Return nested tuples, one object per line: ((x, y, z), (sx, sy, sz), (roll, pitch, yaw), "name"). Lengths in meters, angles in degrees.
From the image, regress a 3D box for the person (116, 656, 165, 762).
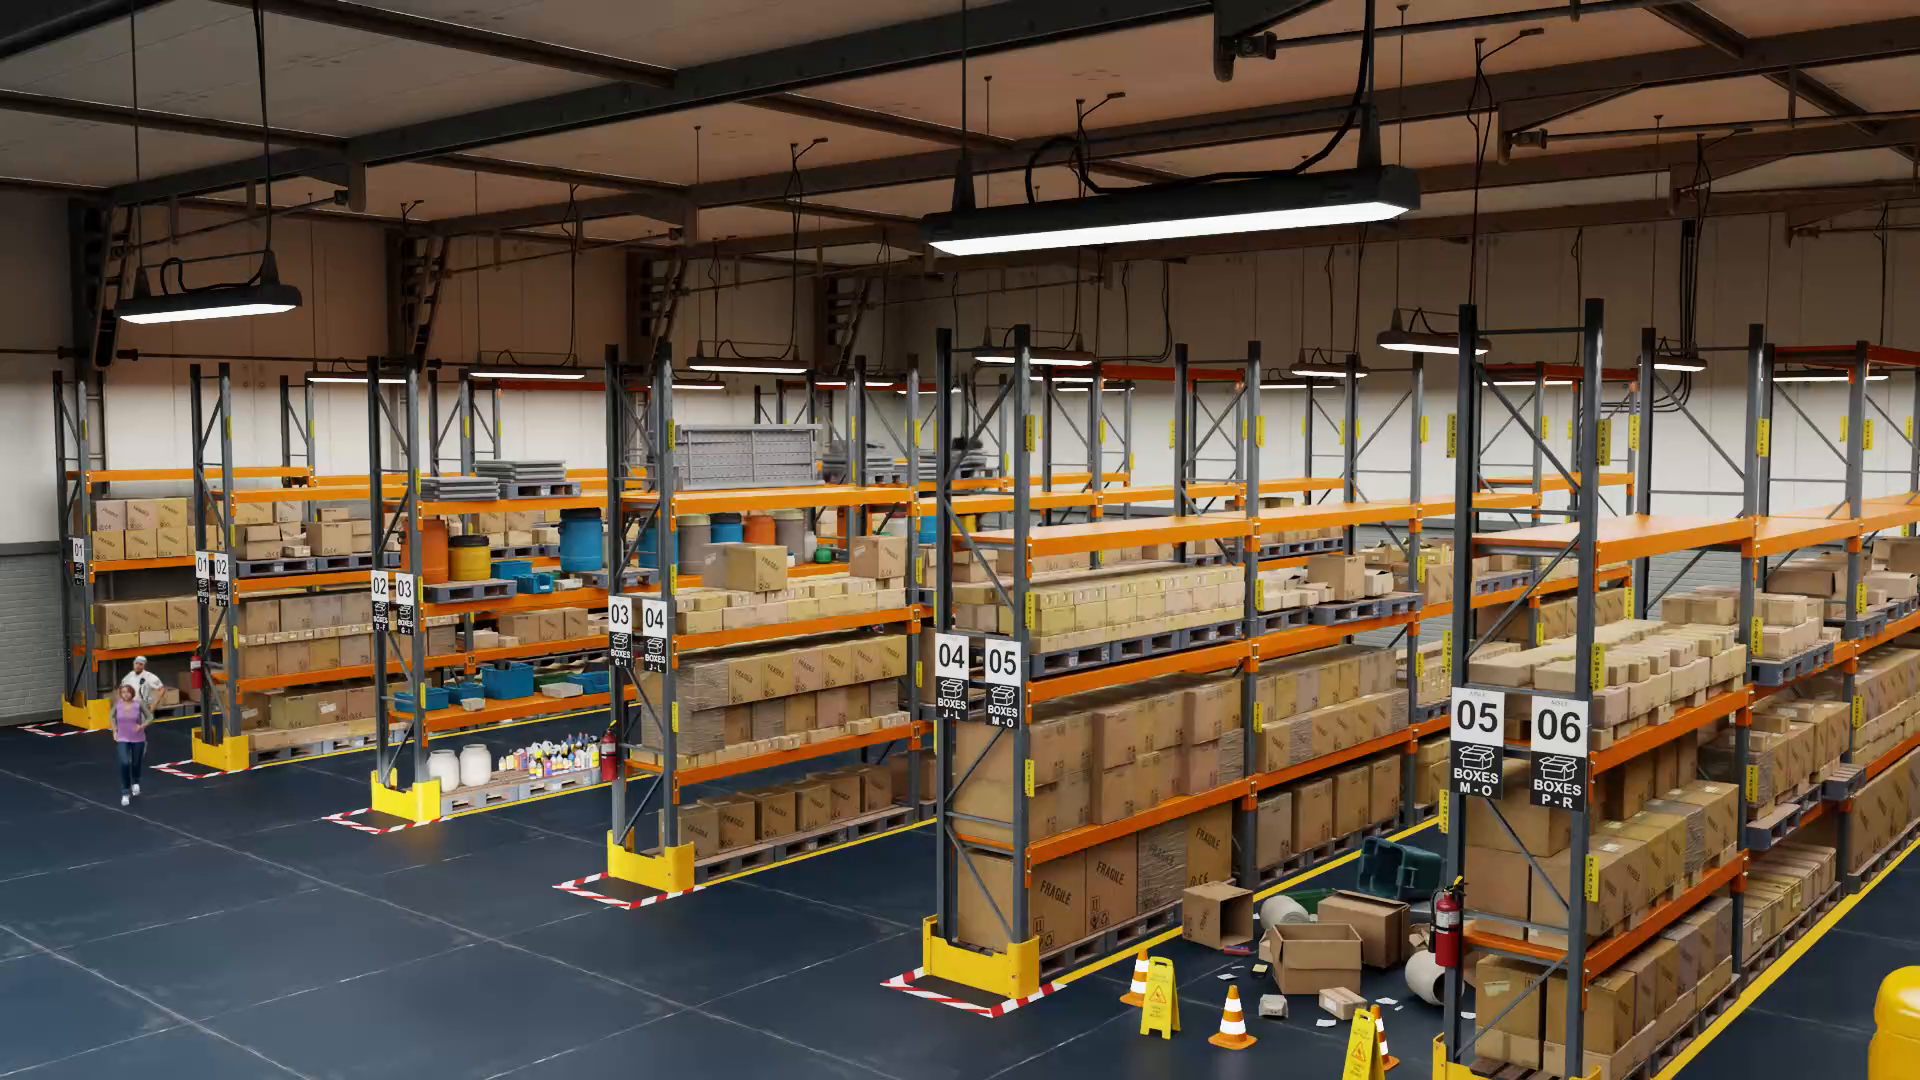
((-12.356, 2.559, 24.967), (0.679, 1.615, 0.554), (1, 4, 10), "person")

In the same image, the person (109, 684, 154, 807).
((-11.214, 2.752, 22.526), (0.557, 1.650, 0.675), (-2, 4, -22), "person")
